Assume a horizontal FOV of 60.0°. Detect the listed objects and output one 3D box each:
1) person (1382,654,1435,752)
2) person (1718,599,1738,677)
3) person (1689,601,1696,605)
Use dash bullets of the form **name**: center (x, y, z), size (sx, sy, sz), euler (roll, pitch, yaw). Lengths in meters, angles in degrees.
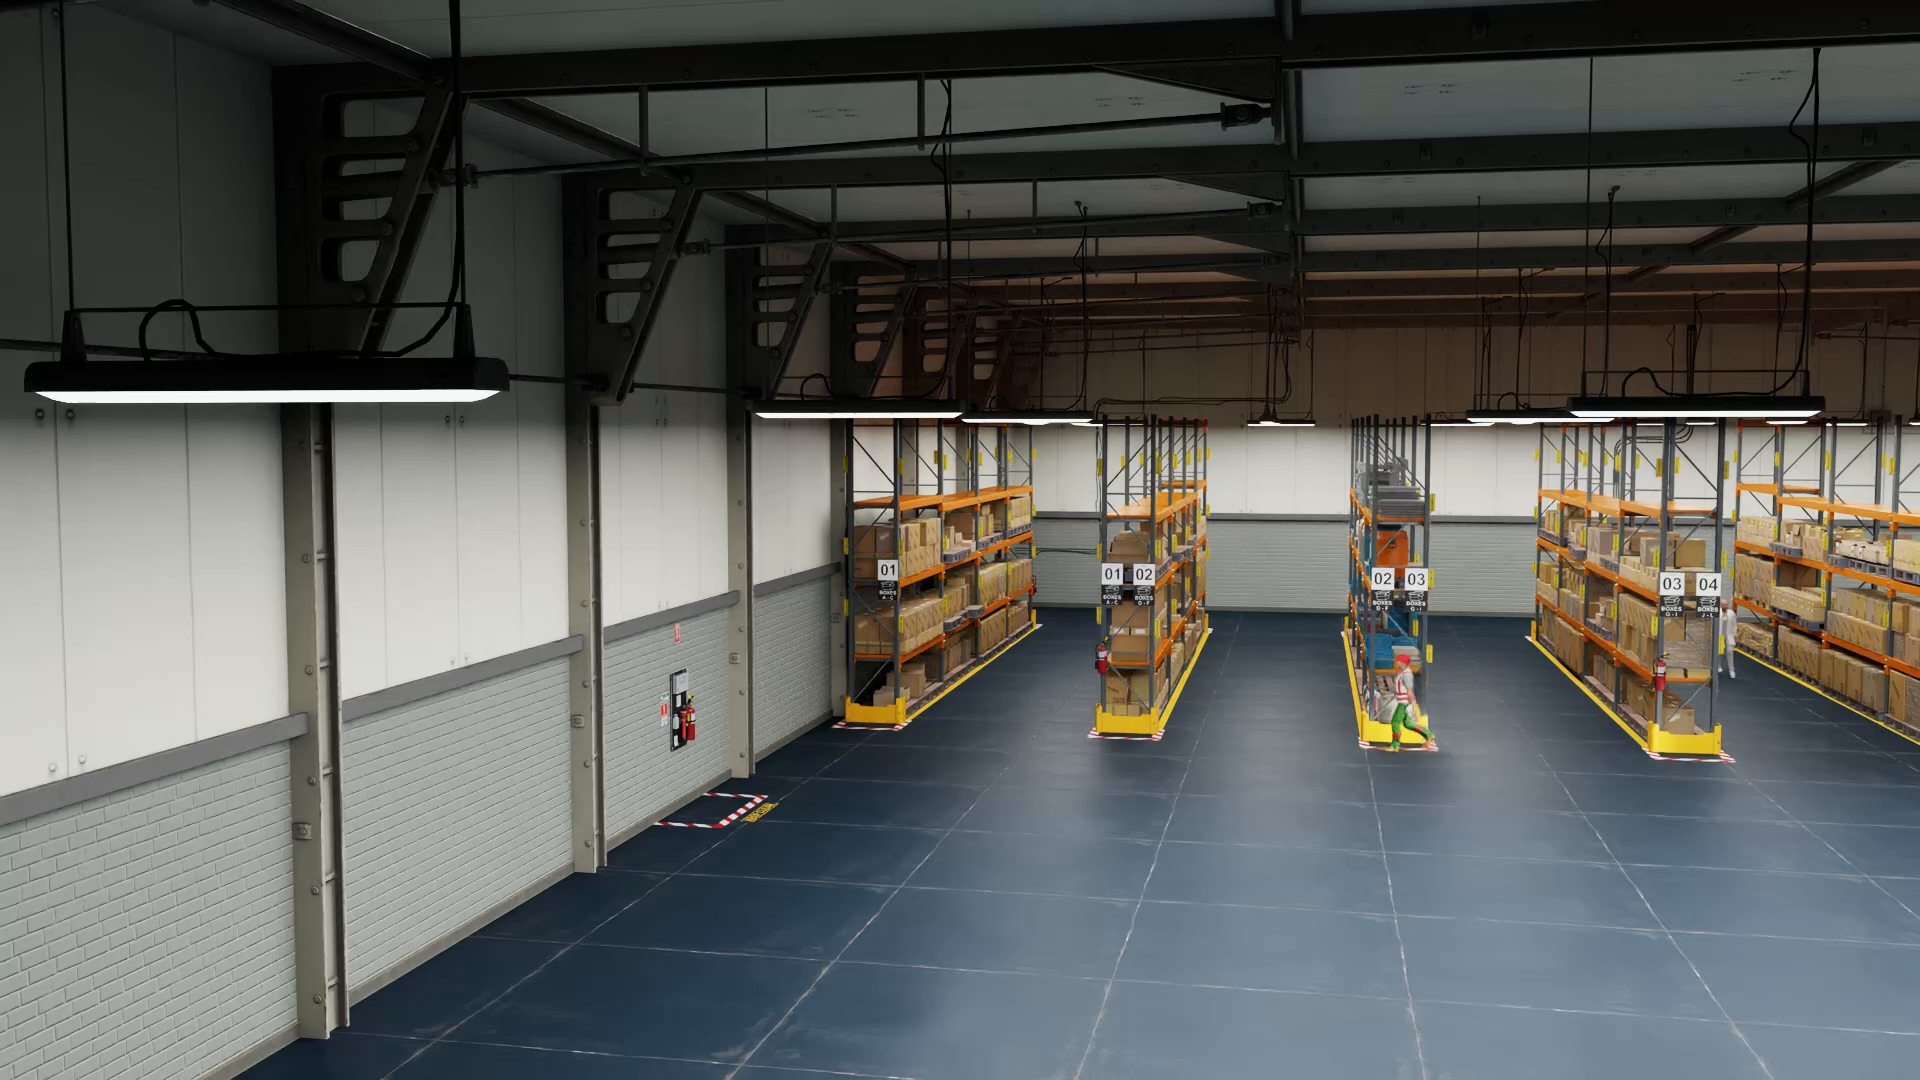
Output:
- **person**: center (7.951, 2.883, 29.418), size (0.955, 1.752, 0.608), euler (0, 4, 5)
- **person**: center (17.761, 2.259, 38.662), size (0.597, 1.731, 0.971), euler (1, 4, 21)
- **person**: center (19.880, 1.894, 45.128), size (0.487, 1.616, 1.067), euler (3, 5, 40)
